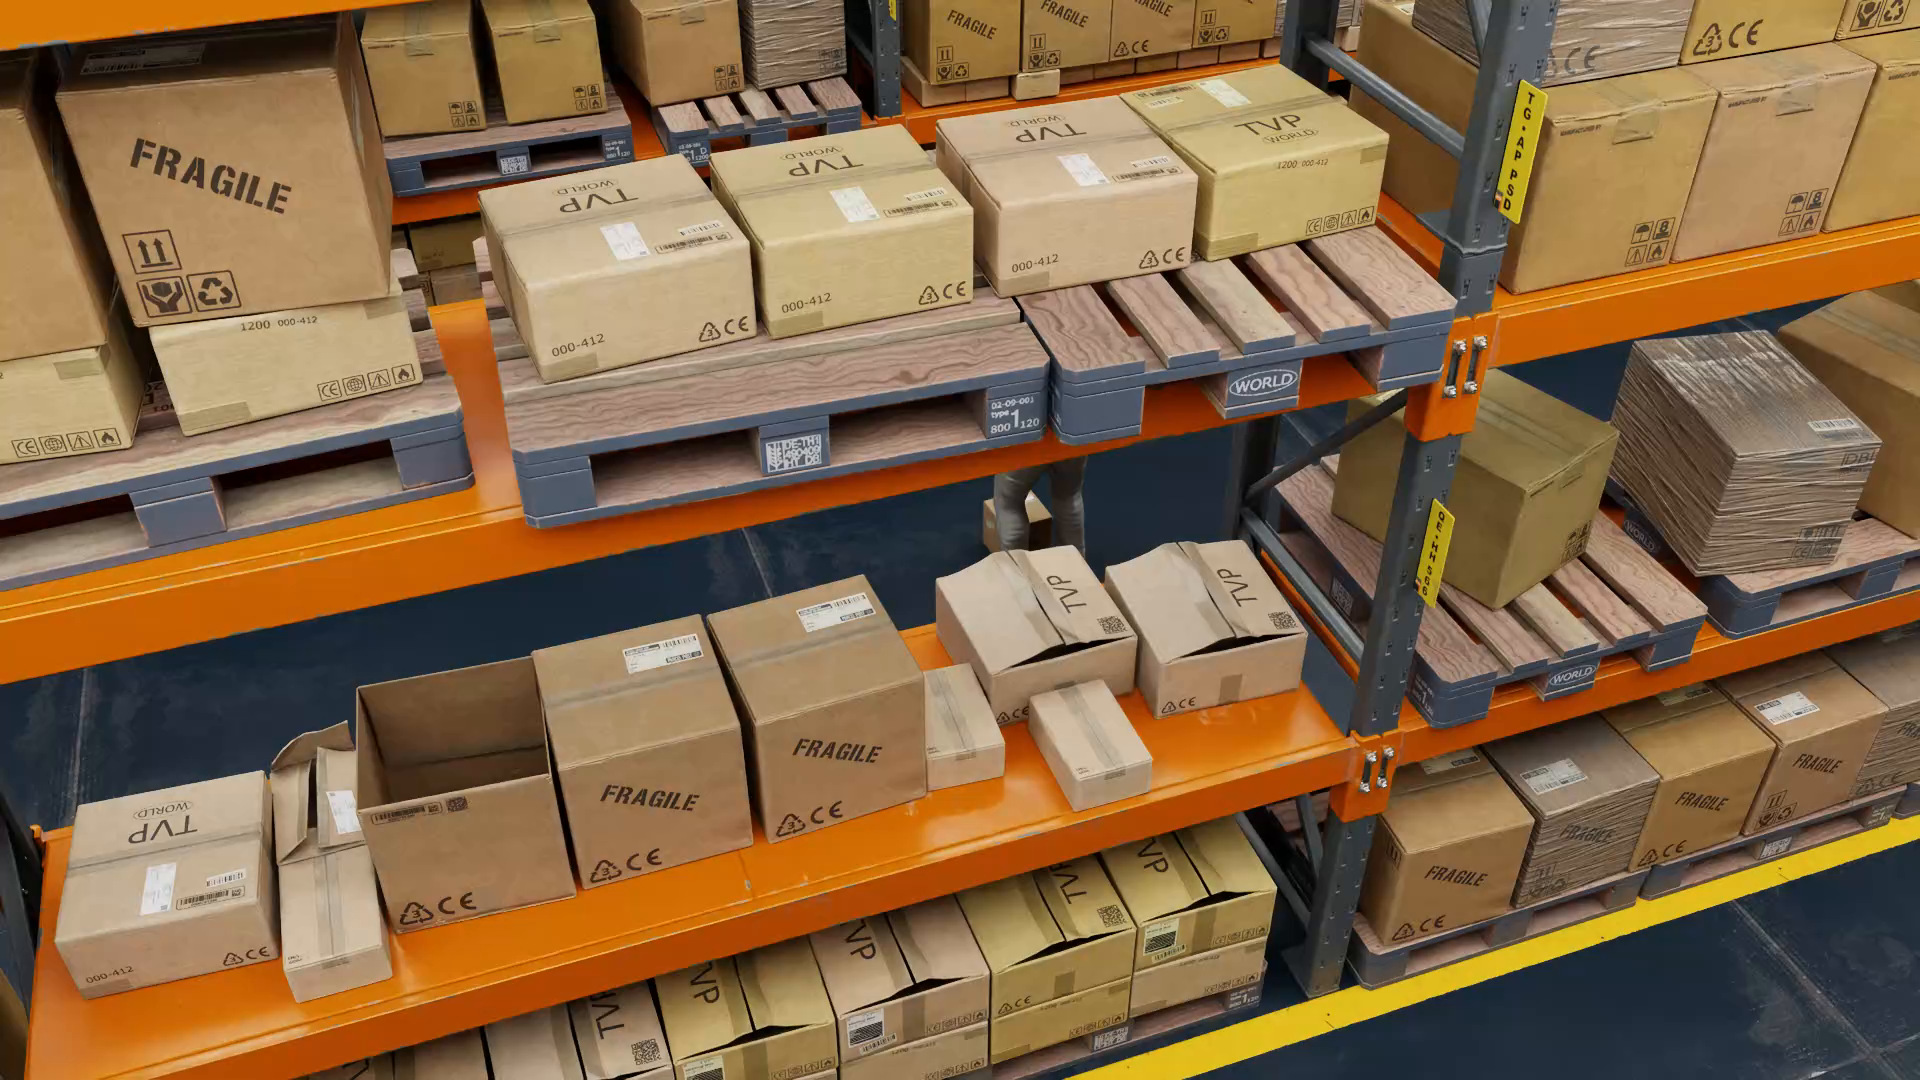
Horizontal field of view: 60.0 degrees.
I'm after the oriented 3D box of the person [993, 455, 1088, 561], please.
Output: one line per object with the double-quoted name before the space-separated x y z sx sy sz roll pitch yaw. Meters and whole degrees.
"person" 0.356 -0.483 7.398 0.549 1.664 0.470 -14 40 -18
